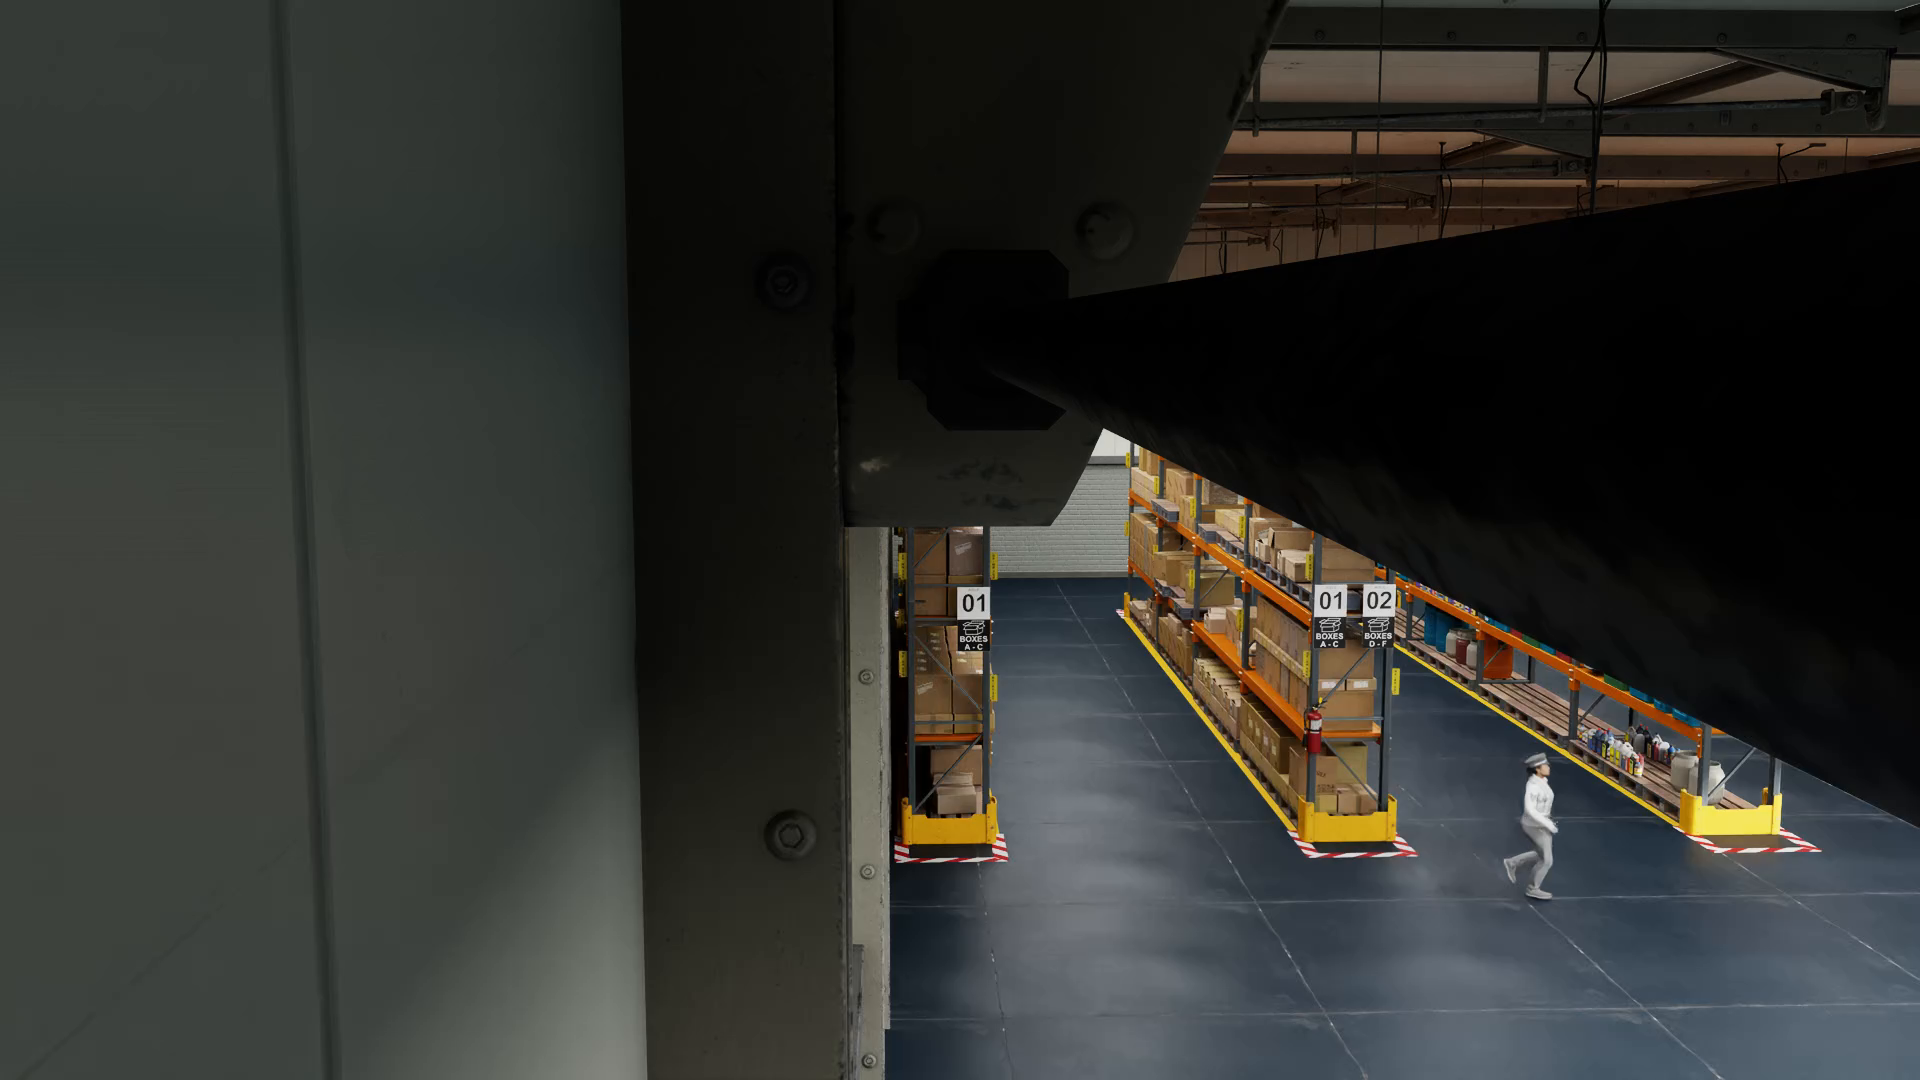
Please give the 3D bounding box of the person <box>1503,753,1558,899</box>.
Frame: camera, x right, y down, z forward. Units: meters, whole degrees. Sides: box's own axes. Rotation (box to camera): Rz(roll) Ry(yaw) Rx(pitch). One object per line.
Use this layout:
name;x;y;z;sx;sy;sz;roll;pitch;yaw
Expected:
person;6.351;3.153;18.481;0.584;1.647;0.665;3;8;25
